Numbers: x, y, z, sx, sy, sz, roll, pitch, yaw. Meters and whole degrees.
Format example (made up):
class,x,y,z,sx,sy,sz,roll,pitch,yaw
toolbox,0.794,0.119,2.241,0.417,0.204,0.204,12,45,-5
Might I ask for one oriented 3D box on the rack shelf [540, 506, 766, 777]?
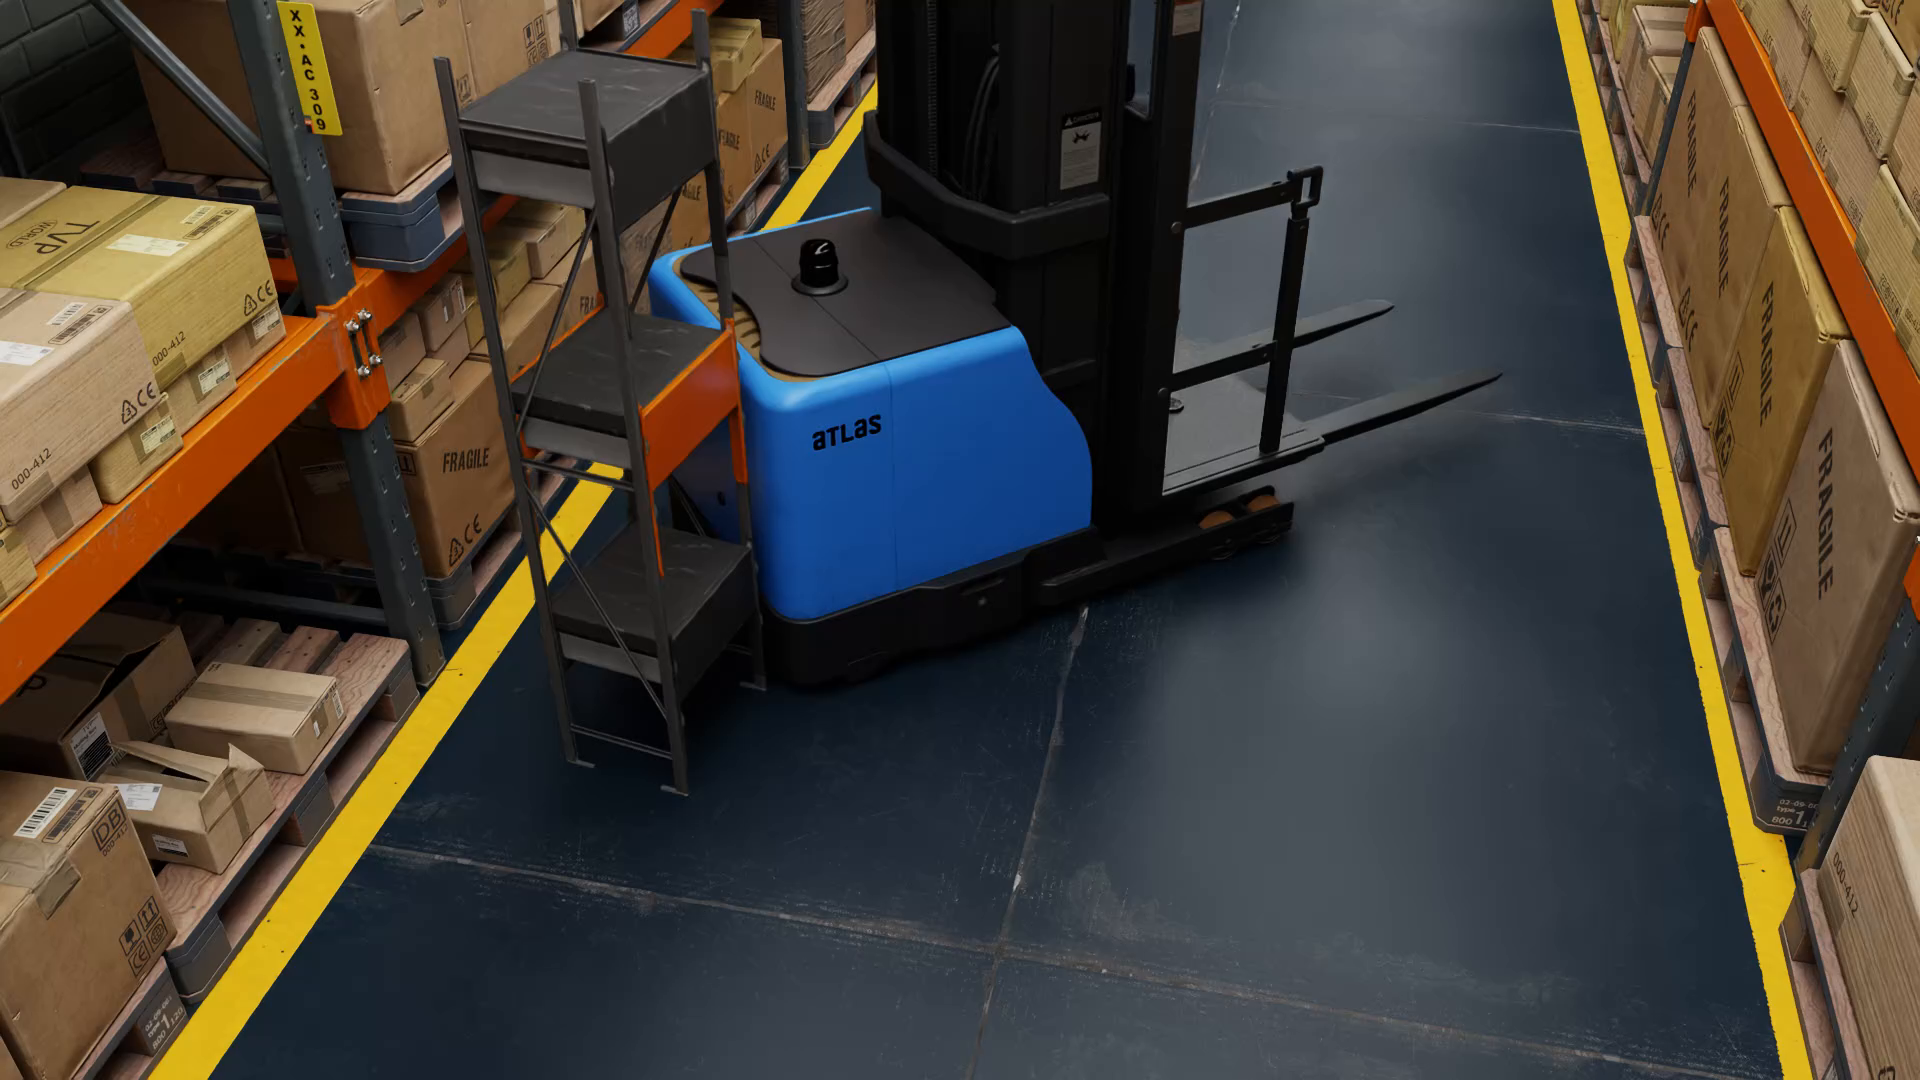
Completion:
class,x,y,z,sx,sy,sz,roll,pitch,yaw
rack shelf,-0.870,0.284,4.785,0.431,0.518,0.480,13,38,17

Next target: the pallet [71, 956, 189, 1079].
class,x,y,z,sx,sy,sz,roll,pitch,yaw
pallet,-2.515,1.372,3.677,1.003,0.211,1.213,7,37,10

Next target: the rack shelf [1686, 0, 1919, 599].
class,x,y,z,sx,sy,sz,roll,pitch,yaw
rack shelf,3.168,-1.087,5.307,1.077,0.370,4.000,7,37,10

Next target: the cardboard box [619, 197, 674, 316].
class,x,y,z,sx,sy,sz,roll,pitch,yaw
cardboard box,-1.454,-1.148,6.549,0.500,0.500,0.500,6,36,8

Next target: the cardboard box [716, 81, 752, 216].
class,x,y,z,sx,sy,sz,roll,pitch,yaw
cardboard box,-1.252,-1.748,7.378,0.500,0.500,0.500,7,36,9

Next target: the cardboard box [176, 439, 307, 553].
class,x,y,z,sx,sy,sz,roll,pitch,yaw
cardboard box,-2.293,-0.328,5.419,0.500,0.500,0.500,7,37,10

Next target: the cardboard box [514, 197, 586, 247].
class,x,y,z,sx,sy,sz,roll,pitch,yaw
cardboard box,-1.555,-1.201,6.071,0.380,0.149,0.250,9,37,12

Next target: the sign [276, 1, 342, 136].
class,x,y,z,sx,sy,sz,roll,pitch,yaw
sign,-1.577,-1.139,4.027,0.100,0.325,0.005,7,37,10

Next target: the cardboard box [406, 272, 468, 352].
class,x,y,z,sx,sy,sz,roll,pitch,yaw
cardboard box,-1.764,-0.720,5.154,0.380,0.149,0.250,6,36,8

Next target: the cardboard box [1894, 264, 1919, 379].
class,x,y,z,sx,sy,sz,roll,pitch,yaw
cardboard box,2.591,-0.460,3.956,0.500,0.250,0.500,6,36,9

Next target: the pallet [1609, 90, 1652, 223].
class,x,y,z,sx,sy,sz,roll,pitch,yaw
pallet,3.764,-1.844,8.114,1.003,0.211,1.213,7,37,10

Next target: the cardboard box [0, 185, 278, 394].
class,x,y,z,sx,sy,sz,roll,pitch,yaw
cardboard box,-1.979,-0.589,3.881,0.500,0.250,0.500,8,37,11

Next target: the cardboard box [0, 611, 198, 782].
class,x,y,z,sx,sy,sz,roll,pitch,yaw
cardboard box,-2.481,0.416,4.553,0.500,0.311,0.500,9,37,12

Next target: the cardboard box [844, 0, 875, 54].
class,x,y,z,sx,sy,sz,roll,pitch,yaw
cardboard box,-0.976,-3.085,9.116,0.875,0.625,0.625,8,37,11

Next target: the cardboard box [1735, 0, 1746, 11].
class,x,y,z,sx,sy,sz,roll,pitch,yaw
cardboard box,3.245,-2.215,6.378,0.500,0.250,0.500,7,36,9

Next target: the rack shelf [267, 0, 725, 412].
class,x,y,z,sx,sy,sz,roll,pitch,yaw
rack shelf,-1.682,-1.707,6.162,1.077,0.370,4.000,7,37,10

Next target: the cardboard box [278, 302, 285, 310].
class,x,y,z,sx,sy,sz,roll,pitch,yaw
cardboard box,-2.261,-0.671,5.339,0.380,0.149,0.250,7,37,10

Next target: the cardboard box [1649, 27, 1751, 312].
class,x,y,z,sx,sy,sz,roll,pitch,yaw
cardboard box,3.367,-1.449,6.646,0.875,0.875,0.875,7,37,10

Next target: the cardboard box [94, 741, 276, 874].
class,x,y,z,sx,sy,sz,roll,pitch,yaw
cardboard box,-2.017,0.646,4.275,0.396,0.266,0.258,9,37,12

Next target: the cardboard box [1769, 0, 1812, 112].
class,x,y,z,sx,sy,sz,roll,pitch,yaw
cardboard box,3.035,-1.619,5.555,0.500,0.250,0.500,8,37,12

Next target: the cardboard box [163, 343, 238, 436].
class,x,y,z,sx,sy,sz,roll,pitch,yaw
cardboard box,-1.965,-0.384,3.937,0.380,0.149,0.250,8,37,11

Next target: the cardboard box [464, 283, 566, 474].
class,x,y,z,sx,sy,sz,roll,pitch,yaw
cardboard box,-1.682,-0.565,5.746,0.500,0.500,0.500,7,36,9

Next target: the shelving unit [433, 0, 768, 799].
class,x,y,z,sx,sy,sz,roll,pitch,yaw
shelving unit,-0.870,-0.294,4.366,0.431,2.100,0.503,13,38,17

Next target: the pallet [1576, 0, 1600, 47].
class,x,y,z,sx,sy,sz,roll,pitch,yaw
pallet,4.285,-3.243,10.044,1.003,0.211,1.213,7,37,10

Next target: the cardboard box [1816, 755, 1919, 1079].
class,x,y,z,sx,sy,sz,roll,pitch,yaw
cardboard box,2.502,0.982,3.664,0.875,0.438,0.875,7,36,9

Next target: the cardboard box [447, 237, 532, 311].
class,x,y,z,sx,sy,sz,roll,pitch,yaw
cardboard box,-1.700,-0.921,5.684,0.380,0.149,0.250,7,36,9

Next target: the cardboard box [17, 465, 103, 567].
class,x,y,z,sx,sy,sz,roll,pitch,yaw
cardboard box,-2.079,-0.085,3.525,0.380,0.149,0.250,8,37,11

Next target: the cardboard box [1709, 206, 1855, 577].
class,x,y,z,sx,sy,sz,roll,pitch,yaw
cardboard box,2.981,-0.426,5.234,0.875,0.875,0.875,8,37,11

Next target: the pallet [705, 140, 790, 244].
class,x,y,z,sx,sy,sz,roll,pitch,yaw
pallet,-1.451,-1.593,7.768,1.003,0.211,1.213,7,37,10

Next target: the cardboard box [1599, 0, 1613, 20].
class,x,y,z,sx,sy,sz,roll,pitch,yaw
cardboard box,4.190,-3.211,9.505,0.950,0.372,0.625,10,37,13

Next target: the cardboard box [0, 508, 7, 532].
class,x,y,z,sx,sy,sz,roll,pitch,yaw
cardboard box,-2.191,-0.016,3.090,0.500,0.250,0.500,7,37,10

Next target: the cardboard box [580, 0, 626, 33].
class,x,y,z,sx,sy,sz,roll,pitch,yaw
cardboard box,-1.509,-2.059,5.591,0.700,0.500,0.500,7,37,10

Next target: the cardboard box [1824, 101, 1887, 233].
class,x,y,z,sx,sy,sz,roll,pitch,yaw
cardboard box,2.827,-1.039,4.755,0.500,0.250,0.500,6,36,9

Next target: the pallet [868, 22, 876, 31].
class,x,y,z,sx,sy,sz,roll,pitch,yaw
pallet,-0.778,-3.180,9.958,1.003,0.211,1.213,7,37,10

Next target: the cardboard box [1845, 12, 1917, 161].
class,x,y,z,sx,sy,sz,roll,pitch,yaw
cardboard box,2.802,-1.242,4.609,0.500,0.250,0.500,8,37,11

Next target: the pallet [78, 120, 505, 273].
class,x,y,z,sx,sy,sz,roll,pitch,yaw
pallet,-1.831,-1.219,5.039,1.003,0.211,1.213,7,37,10

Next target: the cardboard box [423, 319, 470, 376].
class,x,y,z,sx,sy,sz,roll,pitch,yaw
cardboard box,-1.789,-0.613,5.259,0.380,0.149,0.250,6,36,9

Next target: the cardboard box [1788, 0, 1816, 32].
class,x,y,z,sx,sy,sz,roll,pitch,yaw
cardboard box,3.016,-1.827,5.416,0.500,0.250,0.500,7,37,10

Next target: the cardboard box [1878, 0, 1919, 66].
class,x,y,z,sx,sy,sz,roll,pitch,yaw
cardboard box,2.822,-1.550,4.396,0.500,0.500,0.500,8,37,11

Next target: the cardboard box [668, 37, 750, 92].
class,x,y,z,sx,sy,sz,roll,pitch,yaw
cardboard box,-1.141,-2.090,7.298,0.380,0.149,0.250,6,36,8

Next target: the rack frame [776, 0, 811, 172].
class,x,y,z,sx,sy,sz,roll,pitch,yaw
rack frame,-1.254,-3.145,7.533,1.000,3.000,0.127,7,37,10

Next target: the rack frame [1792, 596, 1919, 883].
class,x,y,z,sx,sy,sz,roll,pitch,yaw
rack frame,2.741,-0.232,3.514,1.000,3.000,0.127,7,37,10

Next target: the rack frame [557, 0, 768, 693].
class,x,y,z,sx,sy,sz,roll,pitch,yaw
rack frame,-0.780,-0.427,4.550,0.400,2.100,0.015,13,38,17

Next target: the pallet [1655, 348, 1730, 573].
class,x,y,z,sx,sy,sz,roll,pitch,yaw
pallet,3.091,-0.256,5.923,1.003,0.211,1.213,7,37,10

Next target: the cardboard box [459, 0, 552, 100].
class,x,y,z,sx,sy,sz,roll,pitch,yaw
cardboard box,-1.676,-1.609,4.970,0.700,0.500,0.500,8,37,10

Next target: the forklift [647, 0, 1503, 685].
class,x,y,z,sx,sy,sz,roll,pitch,yaw
forklift,0.558,-1.371,5.144,3.031,2.935,1.130,-18,40,-23

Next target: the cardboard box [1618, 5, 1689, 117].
class,x,y,z,sx,sy,sz,roll,pitch,yaw
cardboard box,3.876,-2.378,8.356,0.950,0.372,0.625,7,36,9

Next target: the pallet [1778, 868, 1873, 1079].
class,x,y,z,sx,sy,sz,roll,pitch,yaw
pallet,2.502,1.323,3.744,1.003,0.211,1.213,7,37,10
